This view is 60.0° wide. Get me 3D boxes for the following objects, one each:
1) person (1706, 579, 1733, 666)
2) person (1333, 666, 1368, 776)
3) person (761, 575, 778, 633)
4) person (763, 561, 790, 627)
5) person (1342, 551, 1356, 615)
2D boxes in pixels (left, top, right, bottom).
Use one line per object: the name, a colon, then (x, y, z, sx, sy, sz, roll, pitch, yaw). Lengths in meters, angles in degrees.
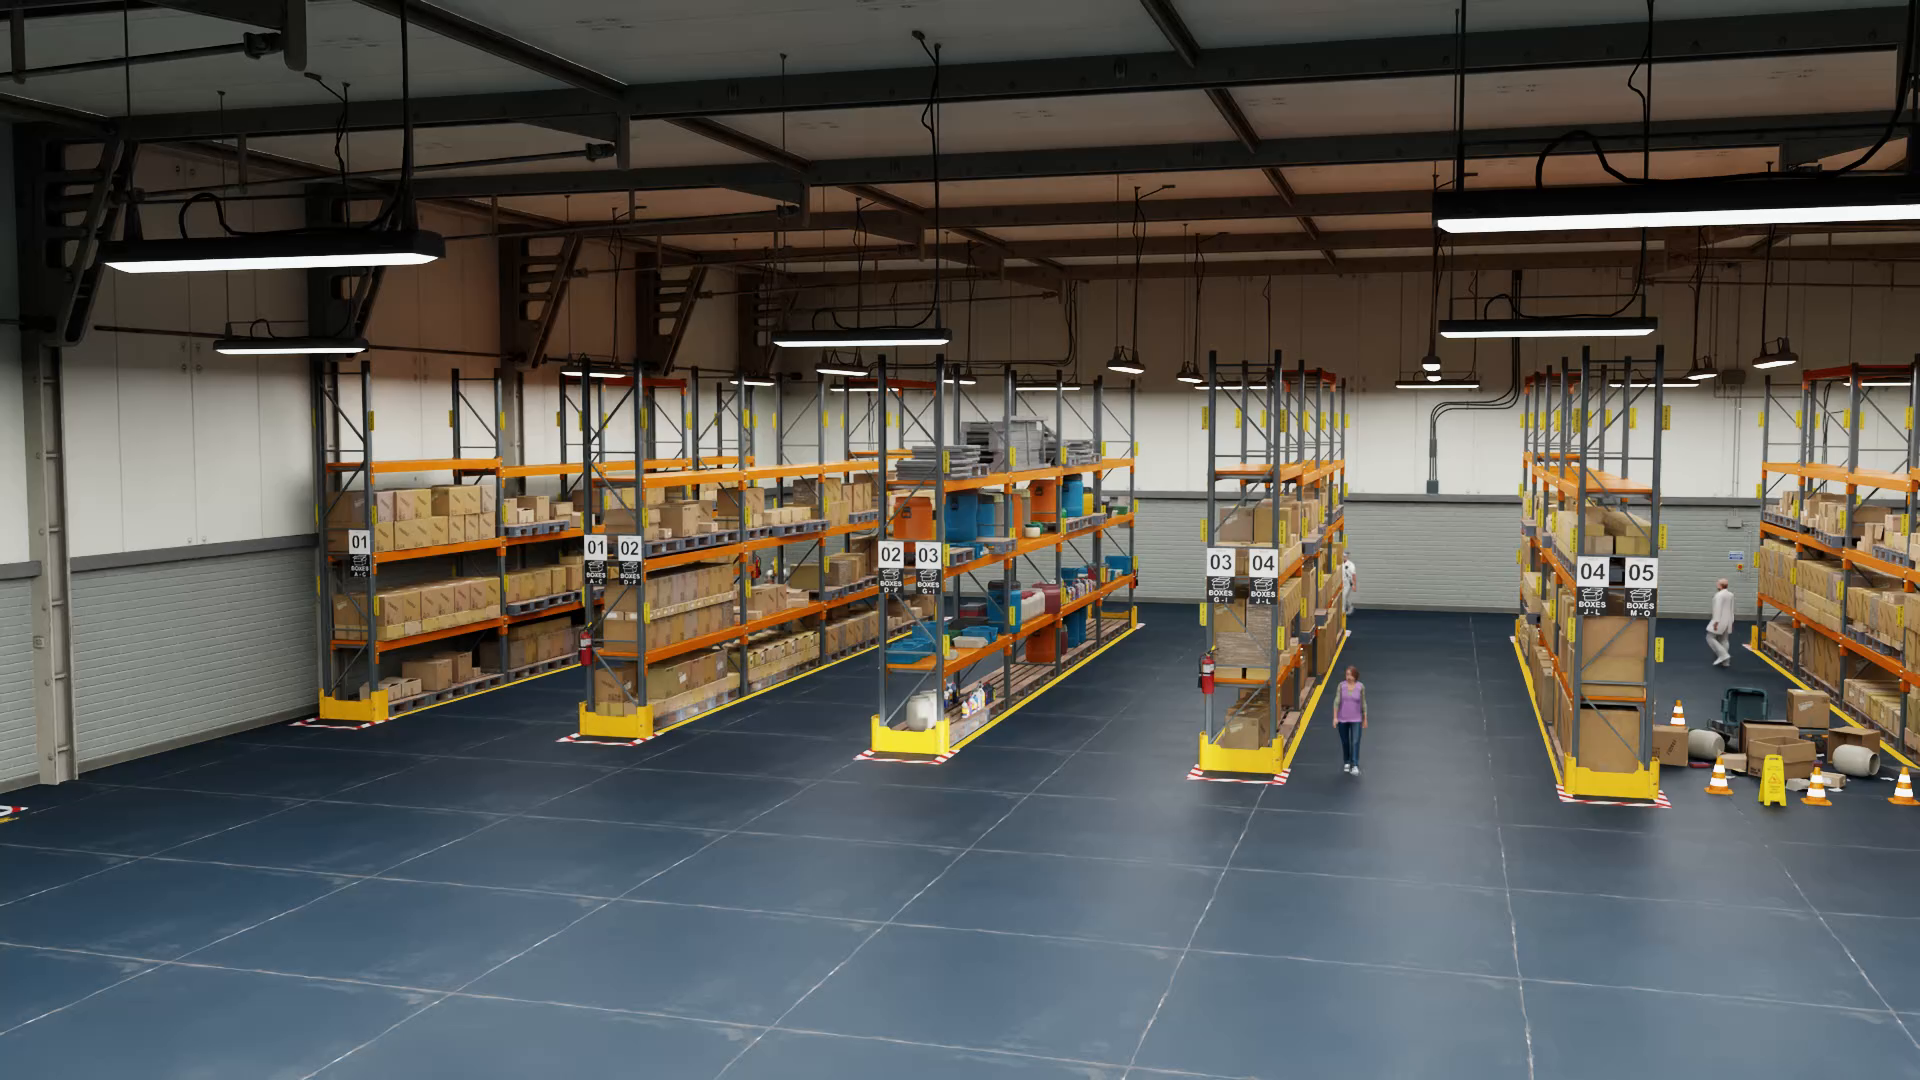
person: (15.597, 1.685, 33.976, 0.632, 1.779, 0.539, -3, 5, -33)
person: (5.456, 2.543, 23.332, 0.450, 1.547, 0.970, 2, 4, 22)
person: (-4.170, 1.561, 36.491, 0.556, 1.622, 1.032, 1, 4, 13)
person: (-4.383, 1.304, 40.067, 0.678, 1.681, 0.655, 2, 4, 24)
person: (9.747, 1.120, 42.147, 1.109, 1.705, 0.550, -4, 6, -43)
